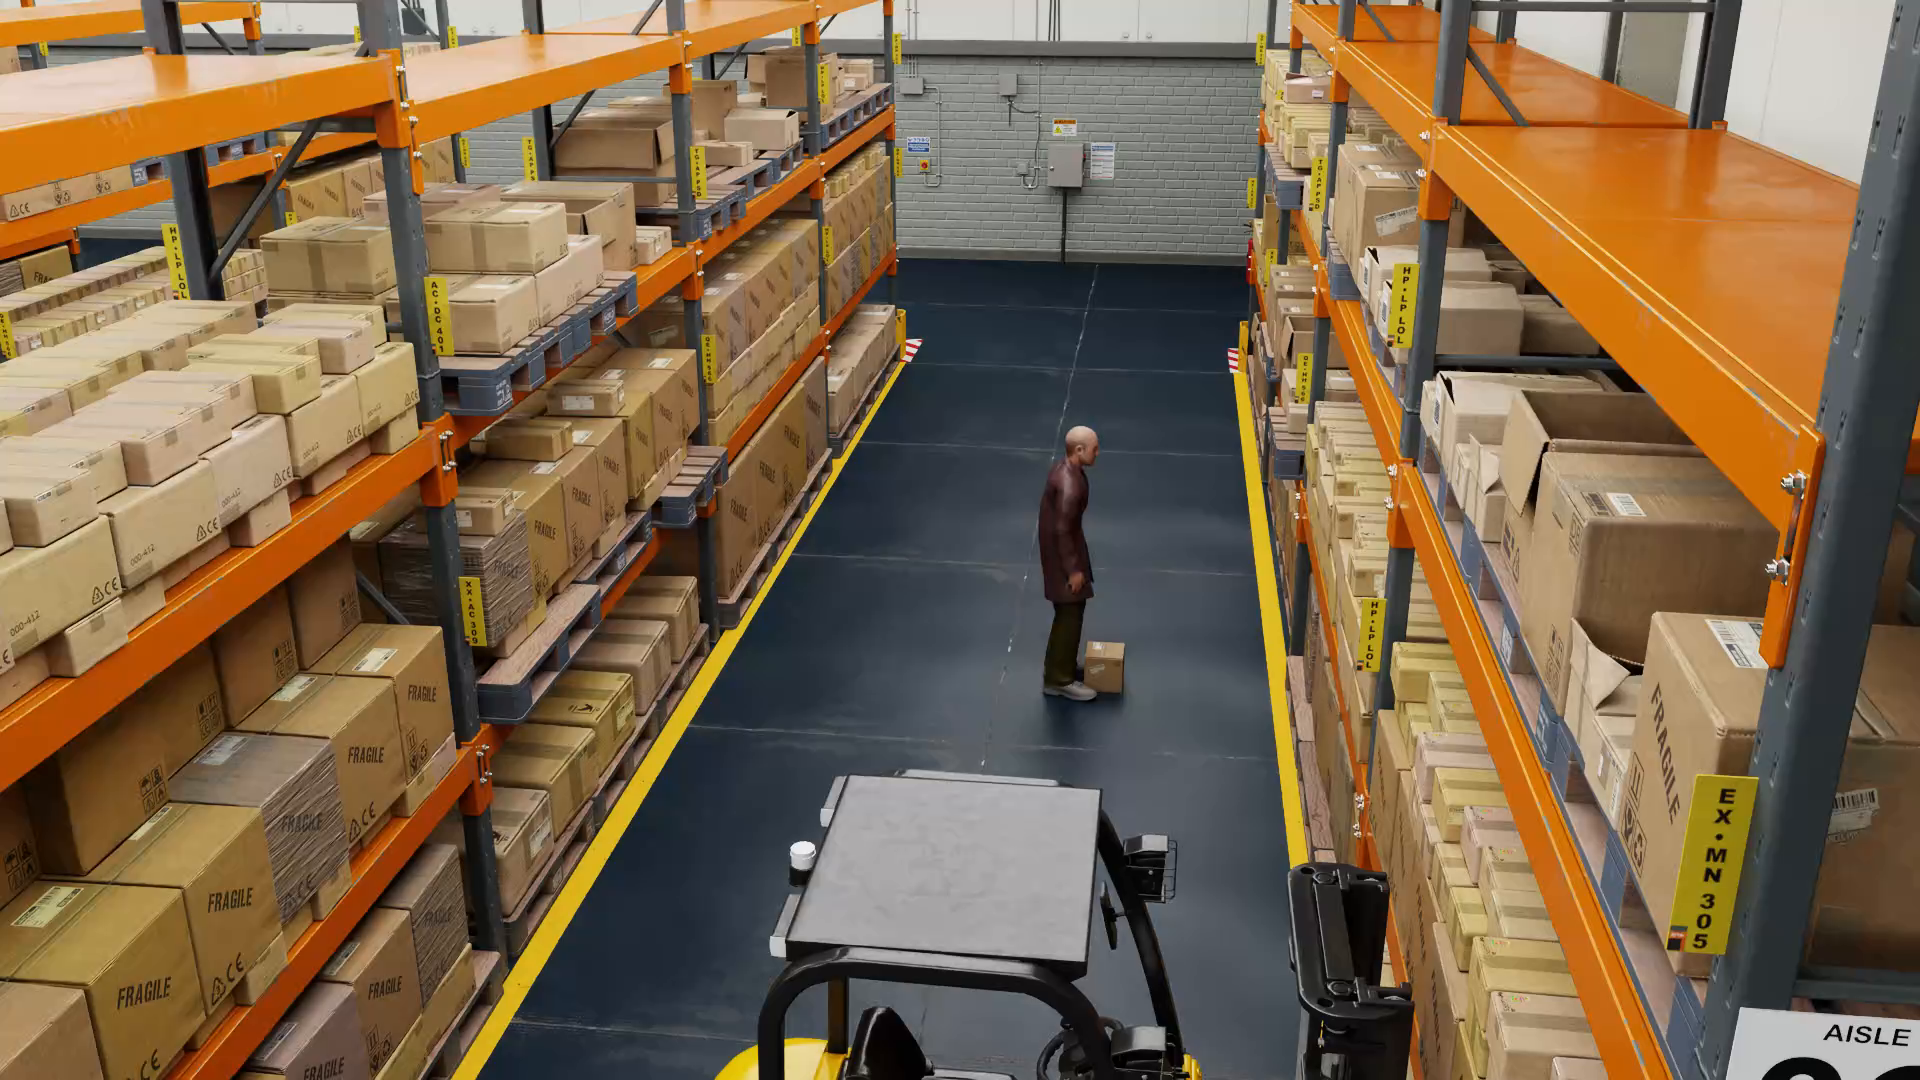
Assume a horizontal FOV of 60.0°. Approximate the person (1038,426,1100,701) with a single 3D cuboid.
[{"bbox_3d":[0.712,0.120,10.787,0.416,1.774,0.654,2,21,5],"label":"person"}]
